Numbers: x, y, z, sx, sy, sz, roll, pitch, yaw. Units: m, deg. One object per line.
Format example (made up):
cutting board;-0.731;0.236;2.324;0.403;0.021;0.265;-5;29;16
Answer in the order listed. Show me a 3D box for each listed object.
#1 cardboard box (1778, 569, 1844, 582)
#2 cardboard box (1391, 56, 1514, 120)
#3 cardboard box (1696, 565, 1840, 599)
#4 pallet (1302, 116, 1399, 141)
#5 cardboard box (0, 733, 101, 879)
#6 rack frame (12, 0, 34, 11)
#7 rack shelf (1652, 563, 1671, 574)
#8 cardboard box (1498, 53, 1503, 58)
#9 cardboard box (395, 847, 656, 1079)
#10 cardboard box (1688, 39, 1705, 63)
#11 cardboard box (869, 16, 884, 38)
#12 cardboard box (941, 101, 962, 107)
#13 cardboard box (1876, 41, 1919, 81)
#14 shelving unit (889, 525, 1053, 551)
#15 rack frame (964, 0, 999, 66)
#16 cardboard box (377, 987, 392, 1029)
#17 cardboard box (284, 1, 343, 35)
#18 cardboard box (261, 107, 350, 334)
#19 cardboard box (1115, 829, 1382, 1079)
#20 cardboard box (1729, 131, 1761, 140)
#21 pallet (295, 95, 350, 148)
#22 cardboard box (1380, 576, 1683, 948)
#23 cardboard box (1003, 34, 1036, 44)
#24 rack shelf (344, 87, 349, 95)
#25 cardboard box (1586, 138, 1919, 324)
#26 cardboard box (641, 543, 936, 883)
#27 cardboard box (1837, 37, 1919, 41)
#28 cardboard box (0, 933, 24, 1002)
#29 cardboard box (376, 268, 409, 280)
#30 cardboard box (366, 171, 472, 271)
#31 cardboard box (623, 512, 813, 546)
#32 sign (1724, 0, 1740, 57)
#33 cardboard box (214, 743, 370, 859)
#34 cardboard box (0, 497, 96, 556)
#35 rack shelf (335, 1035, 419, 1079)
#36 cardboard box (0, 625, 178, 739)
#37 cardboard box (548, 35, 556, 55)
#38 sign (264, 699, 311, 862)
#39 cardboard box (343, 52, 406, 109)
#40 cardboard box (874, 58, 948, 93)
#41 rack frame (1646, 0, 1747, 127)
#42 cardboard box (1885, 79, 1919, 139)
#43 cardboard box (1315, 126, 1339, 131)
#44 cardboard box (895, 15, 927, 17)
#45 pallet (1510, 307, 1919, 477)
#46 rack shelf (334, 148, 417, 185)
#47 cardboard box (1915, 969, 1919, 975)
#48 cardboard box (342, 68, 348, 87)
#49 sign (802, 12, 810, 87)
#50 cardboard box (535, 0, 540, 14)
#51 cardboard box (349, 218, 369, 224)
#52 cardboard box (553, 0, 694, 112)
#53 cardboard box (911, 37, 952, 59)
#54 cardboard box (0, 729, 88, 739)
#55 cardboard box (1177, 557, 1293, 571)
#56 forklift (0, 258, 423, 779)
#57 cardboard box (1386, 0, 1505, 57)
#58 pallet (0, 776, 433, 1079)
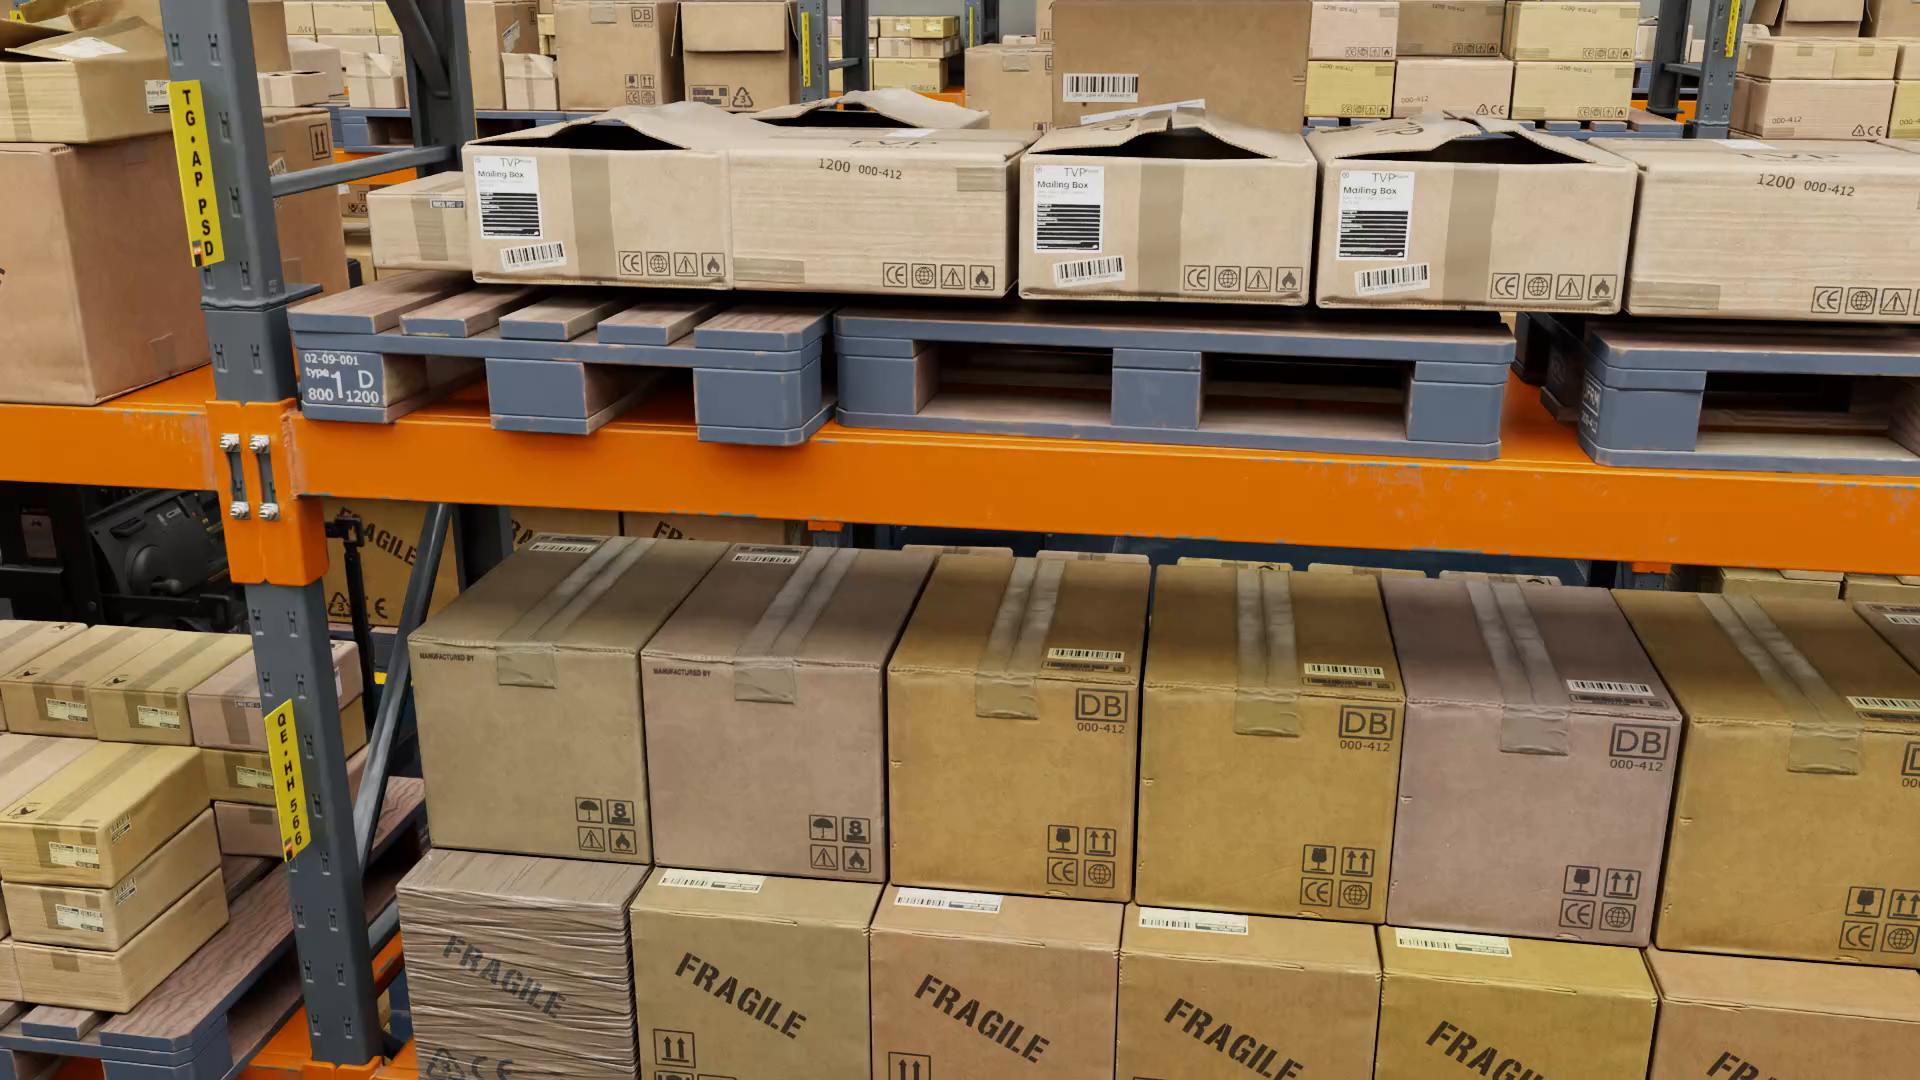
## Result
cardboard box;3.992;0.060;7.864;0.250;0.149;0.380;3;19;9
cardboard box;2.240;-2.083;7.647;0.500;0.250;0.500;3;19;9
cardboard box;3.878;0.342;8.042;0.500;0.500;0.500;4;19;11
pallet;1.721;-1.970;8.033;1.003;0.211;1.213;3;19;9
cardboard box;-2.101;0.577;3.648;0.250;0.149;0.380;3;19;8
rack frame;-4.560;-3.769;8.385;0.127;3.000;1.000;3;19;9
rack shelf;5.313;-0.079;7.946;4.000;0.370;1.077;3;19;9
cardboard box;2.825;-2.227;8.078;0.500;0.250;0.500;2;19;7
cardboard box;-0.896;0.893;3.749;0.500;0.500;0.500;3;19;9
cardboard box;5.276;-3.470;11.795;0.250;0.149;0.380;3;19;10
cardboard box;-0.727;-3.928;12.726;0.250;0.149;0.380;2;19;7
cardboard box;-0.075;-1.999;8.035;0.258;0.266;0.396;3;19;9
cardboard box;4.118;-2.064;7.157;0.250;0.149;0.380;2;19;7
shelving unit;0.084;-0.707;11.052;1.048;1.500;0.538;3;19;9
rack frame;0.173;-5.123;12.431;0.127;3.000;1.000;3;19;9
cardboard box;-1.939;1.354;4.626;0.500;0.250;0.500;2;19;6
cardboard box;-5.315;-4.209;13.409;0.500;0.250;0.500;3;19;10
cardboard box;-1.818;-0.749;3.928;0.500;0.500;0.500;3;19;9
cardboard box;0.596;0.969;3.521;0.500;0.500;0.500;3;19;8
cardboard box;3.610;-1.731;7.418;0.250;0.149;0.380;3;19;8
pallet;-3.647;-2.225;8.799;1.217;0.209;0.805;2;19;6
cardboard box;1.155;0.439;3.530;0.500;0.500;0.700;3;19;9
cardboard box;0.469;-3.723;12.525;0.250;0.166;0.380;3;19;9
rack shelf;-5.752;-3.661;13.924;4.000;0.370;1.077;3;19;9
cardboard box;1.399;-0.556;2.928;0.500;0.250;0.500;3;19;8
cardboard box;-0.355;0.363;3.759;0.500;0.500;0.700;3;19;8
cardboard box;4.197;-2.225;7.637;0.250;0.149;0.380;3;19;10
cardboard box;-2.101;0.860;3.741;0.250;0.149;0.380;3;19;9
cardboard box;-2.659;-1.266;8.626;0.500;0.500;0.500;3;19;8
cardboard box;-0.992;-0.650;3.366;0.250;0.149;0.380;2;19;6
cardboard box;-1.280;0.025;9.187;0.875;0.875;0.875;3;19;8
sign;3.254;-2.201;6.992;0.005;0.325;0.100;3;19;9
cardboard box;-1.706;0.668;4.314;0.250;0.149;0.380;3;19;8
cardboard box;-5.163;0.027;9.871;0.875;0.438;0.875;3;19;8
rack shelf;0.678;1.275;3.898;4.000;0.370;1.077;3;19;9
cardboard box;-2.229;0.361;4.293;0.250;0.149;0.380;3;19;8
cardboard box;-3.029;-3.883;13.031;0.250;0.149;0.380;3;19;9
sign;-1.373;0.492;3.404;0.005;0.325;0.100;3;19;9
cardboard box;-2.812;-2.280;8.213;0.258;0.266;0.396;4;19;13
cardboard box;-0.373;-3.579;12.781;0.500;0.250;0.500;2;19;7
rack frame;3.338;-3.366;7.181;0.127;3.000;1.000;3;19;9
cardboard box;4.240;-1.883;7.242;0.500;0.250;0.500;3;19;8
cardboard box;0.839;-0.731;3.426;0.258;0.266;0.396;3;19;9
cardboard box;-0.393;-4.086;13.200;0.250;0.149;0.380;3;19;9
pallet;1.740;-0.328;3.129;1.217;0.209;0.805;2;19;6
rack shelf;-2.586;-1.904;8.674;4.000;0.370;1.077;3;19;9
cardboard box;2.095;1.045;3.295;0.500;0.500;0.500;3;19;8
cardboard box;-4.925;-3.751;13.455;0.250;0.149;0.380;3;19;8
sign;-0.707;-2.254;7.646;0.005;0.325;0.100;3;19;9
cardboard box;-3.464;-4.372;13.371;0.258;0.266;0.396;3;19;8
cardboard box;-4.815;-2.519;13.871;0.500;0.250;0.500;3;19;9
cardboard box;-1.619;-2.382;8.147;0.500;0.500;0.700;2;19;6
cardboard box;-0.216;-3.760;12.695;0.250;0.149;0.380;3;19;10
cardboard box;-2.274;0.500;4.347;0.250;0.149;0.380;2;19;7
cardboard box;1.423;0.431;8.768;0.625;0.372;0.950;4;19;10
forklift;-3.035;-0.055;6.848;3.031;2.935;1.130;3;19;9
cardboard box;2.331;-2.486;8.064;0.500;0.250;0.500;3;19;7
pallet;-2.017;0.922;4.123;1.003;0.211;1.213;3;19;9
